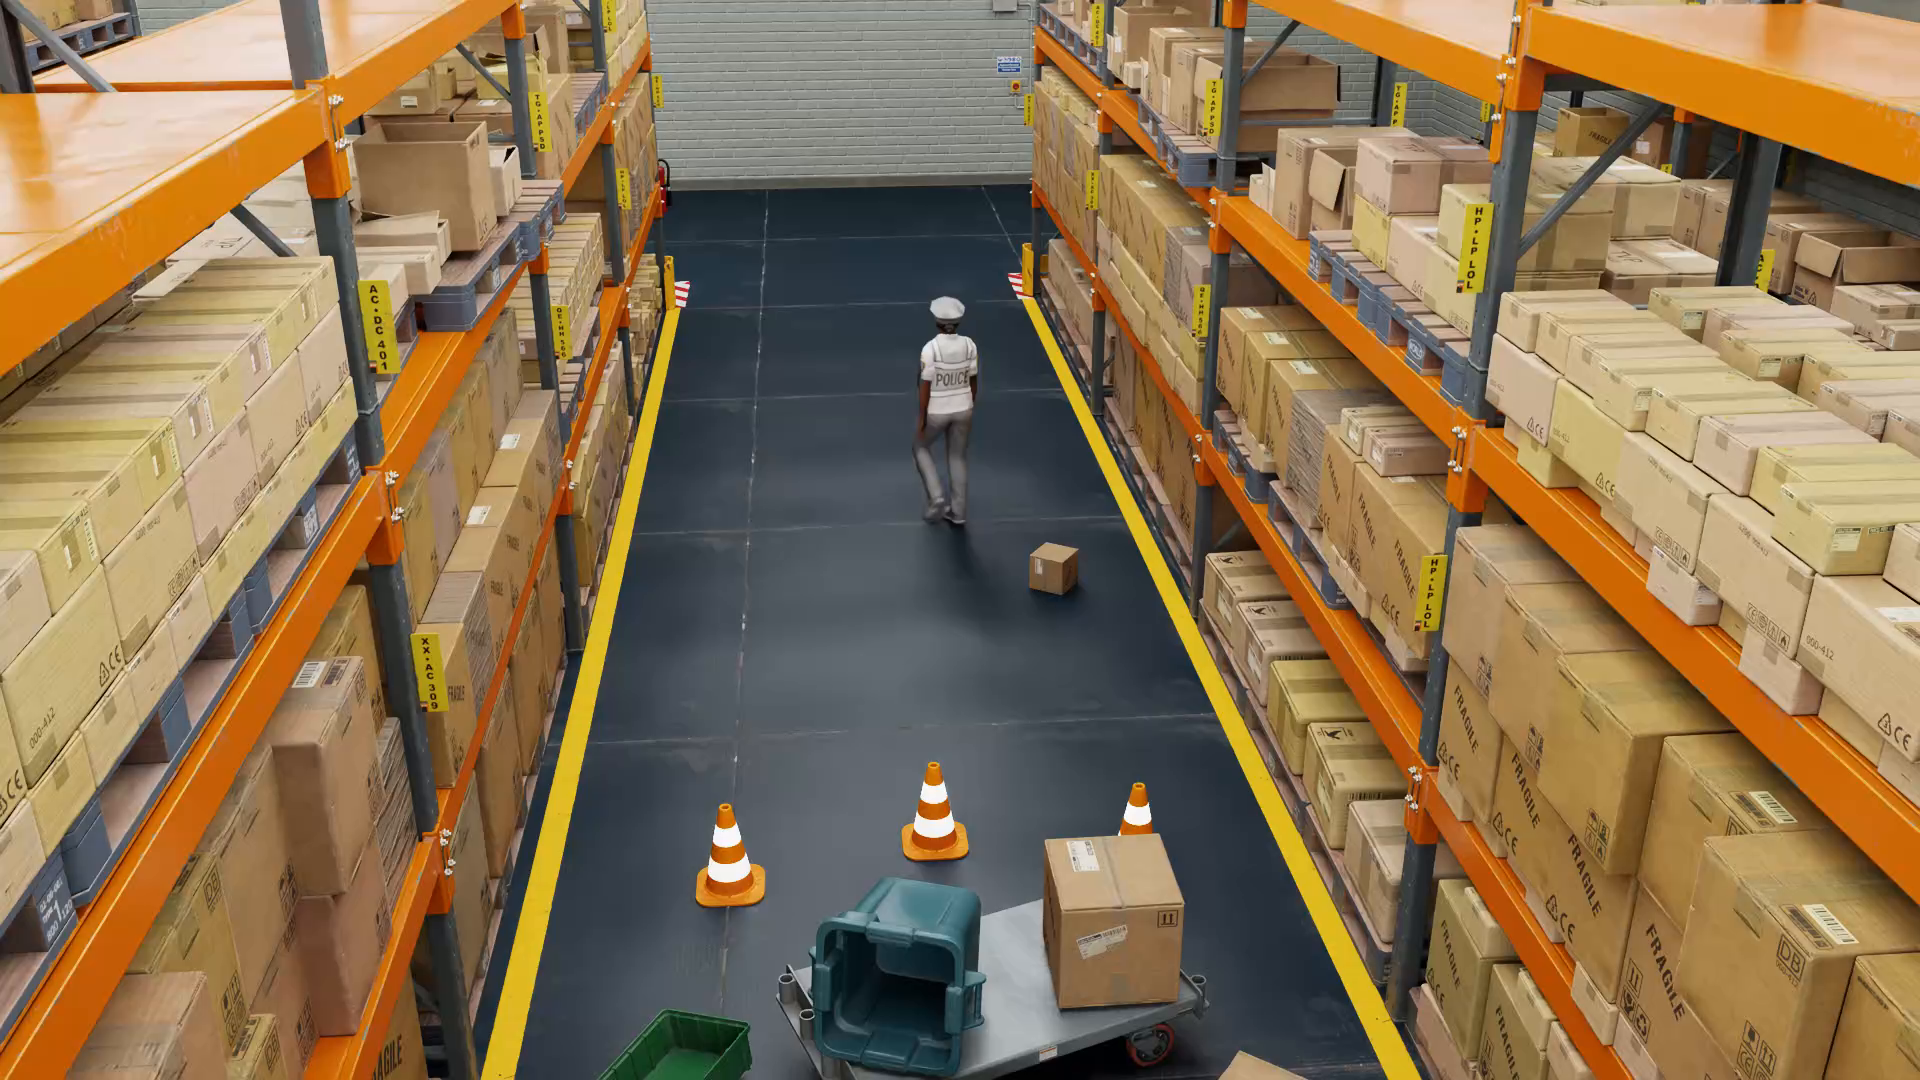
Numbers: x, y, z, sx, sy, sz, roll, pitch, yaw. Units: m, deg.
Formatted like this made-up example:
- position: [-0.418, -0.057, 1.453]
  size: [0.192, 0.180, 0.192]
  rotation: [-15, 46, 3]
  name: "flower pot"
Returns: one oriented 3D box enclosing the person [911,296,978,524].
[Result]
- position: [-0.110, -0.933, 12.158]
  size: [0.484, 1.721, 0.479]
  rotation: [-9, 25, -19]
  name: "person"
